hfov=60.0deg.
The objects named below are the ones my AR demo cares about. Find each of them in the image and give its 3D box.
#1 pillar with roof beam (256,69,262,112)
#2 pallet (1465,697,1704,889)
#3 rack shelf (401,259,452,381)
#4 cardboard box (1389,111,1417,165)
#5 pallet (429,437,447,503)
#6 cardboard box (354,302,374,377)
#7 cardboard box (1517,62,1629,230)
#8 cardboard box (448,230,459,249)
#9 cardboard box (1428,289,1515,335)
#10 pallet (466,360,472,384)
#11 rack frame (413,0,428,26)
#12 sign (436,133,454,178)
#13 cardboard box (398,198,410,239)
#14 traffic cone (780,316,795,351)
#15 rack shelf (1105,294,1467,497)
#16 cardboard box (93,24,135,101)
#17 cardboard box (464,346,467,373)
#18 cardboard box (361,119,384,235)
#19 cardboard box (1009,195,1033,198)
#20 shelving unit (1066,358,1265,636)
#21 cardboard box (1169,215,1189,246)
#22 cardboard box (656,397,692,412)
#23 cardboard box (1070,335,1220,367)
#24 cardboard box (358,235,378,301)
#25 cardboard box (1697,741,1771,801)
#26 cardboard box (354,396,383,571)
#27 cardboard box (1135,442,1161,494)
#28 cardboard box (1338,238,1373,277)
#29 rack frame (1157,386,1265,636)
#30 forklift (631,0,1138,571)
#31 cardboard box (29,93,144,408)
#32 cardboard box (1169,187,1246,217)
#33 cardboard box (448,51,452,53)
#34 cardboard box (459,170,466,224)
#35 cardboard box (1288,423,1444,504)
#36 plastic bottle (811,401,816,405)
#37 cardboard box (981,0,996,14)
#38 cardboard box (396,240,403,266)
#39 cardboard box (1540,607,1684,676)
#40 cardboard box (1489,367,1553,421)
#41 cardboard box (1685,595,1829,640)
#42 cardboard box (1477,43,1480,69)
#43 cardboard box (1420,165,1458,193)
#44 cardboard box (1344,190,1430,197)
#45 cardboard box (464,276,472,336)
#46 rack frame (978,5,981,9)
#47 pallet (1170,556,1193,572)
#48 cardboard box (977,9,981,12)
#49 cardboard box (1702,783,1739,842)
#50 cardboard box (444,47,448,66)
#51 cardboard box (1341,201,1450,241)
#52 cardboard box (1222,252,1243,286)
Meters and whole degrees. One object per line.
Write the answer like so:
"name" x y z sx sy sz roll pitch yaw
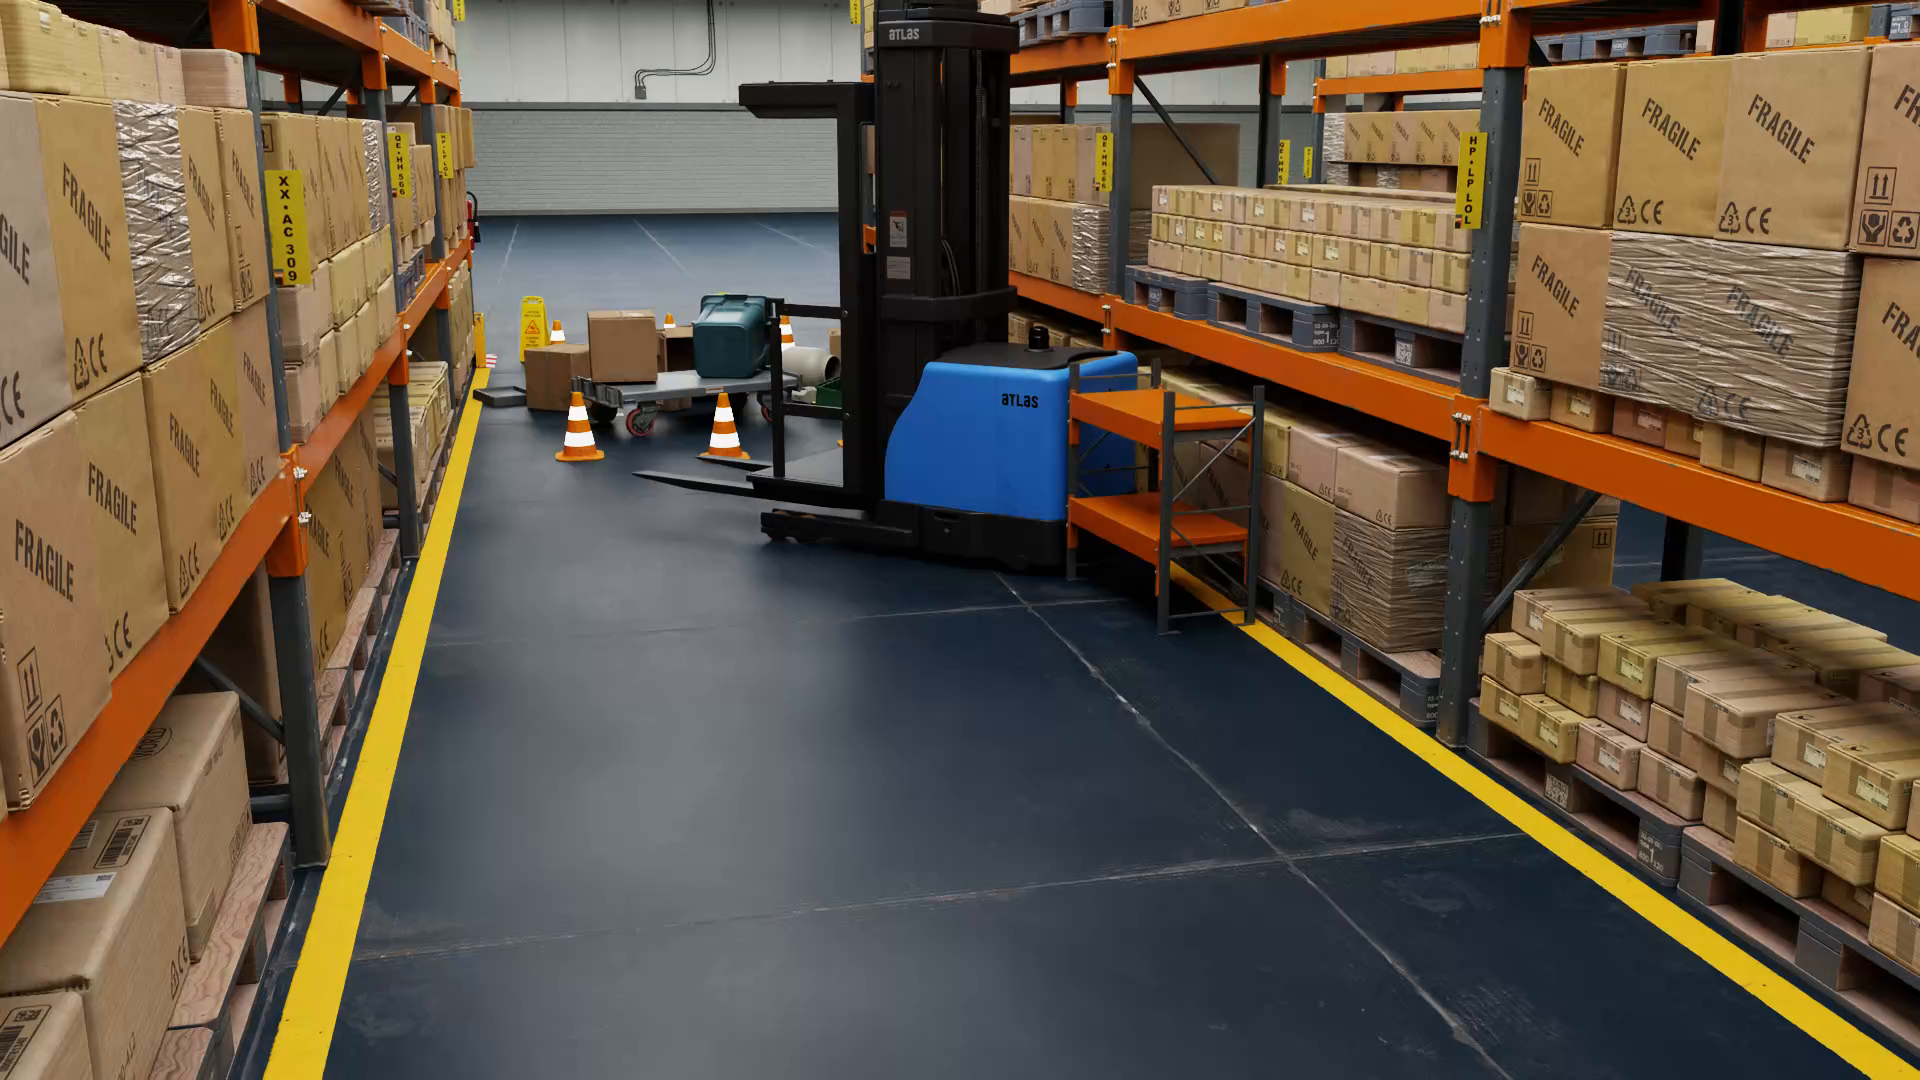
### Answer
"pillar with roof beam" -13.699 -12.767 42.725 9.100 9.000 0.400 -3 14 -13
"pallet" 2.497 0.796 5.725 1.003 0.211 1.213 -3 14 -13
"rack shelf" -3.892 -1.447 10.546 1.077 0.370 4.000 -3 14 -13
"cardboard box" 4.549 -3.924 16.224 0.500 0.500 0.500 -3 14 -13
"pallet" -3.887 -0.442 10.791 1.003 0.211 1.213 -3 14 -13
"cardboard box" -2.666 -0.810 6.739 0.500 0.250 0.500 -4 14 -14
"cardboard box" 2.174 -1.273 5.372 0.500 0.500 0.500 -3 14 -12
"cardboard box" -4.415 -2.522 13.960 0.380 0.149 0.250 -3 14 -13
"cardboard box" 2.019 -0.874 6.330 0.380 0.149 0.250 -4 14 -14
"pallet" -5.127 -1.619 15.610 1.003 0.211 1.213 -3 14 -13
"rack frame" -4.362 -5.172 11.637 1.000 3.000 0.127 -3 14 -13
"sign" -3.823 -2.852 12.342 0.100 0.325 0.005 -3 14 -13
"cardboard box" -3.432 -1.969 9.443 0.500 0.500 0.500 -3 14 -10
"traffic cone" -1.769 -2.046 16.827 0.336 0.463 0.334 -3 14 -13
"rack shelf" 1.835 -0.824 7.994 1.077 0.370 4.000 -3 14 -13
"cardboard box" -1.925 -0.971 3.395 0.380 0.149 0.250 -3 14 -14
"cardboard box" -4.501 -1.522 14.246 0.500 0.250 0.500 -3 14 -14
"cardboard box" -2.918 -1.647 7.531 0.500 0.500 0.500 -3 14 -12
"cardboard box" 0.522 -2.238 12.055 0.500 0.500 0.500 -3 14 -13
"shelving unit" 0.965 -0.244 8.056 0.538 1.125 1.048 -5 15 -20
"cardboard box" 1.350 -1.676 8.984 0.380 0.149 0.250 -3 14 -10
"cardboard box" -2.467 -1.237 13.933 0.396 0.266 0.258 10 17 35
"cardboard box" 1.310 -0.891 10.610 1.050 0.750 0.750 -3 14 -14
"cardboard box" -2.797 -1.173 7.169 0.500 0.250 0.500 -4 14 -15
"cardboard box" 2.420 0.661 4.897 0.380 0.149 0.250 -3 14 -11
"cardboard box" -3.341 -0.343 8.103 0.875 0.875 0.875 -3 14 -14
"cardboard box" 1.284 -0.447 9.318 0.500 0.500 0.500 -4 14 -16
"cardboard box" 1.833 -1.200 7.036 0.380 0.149 0.250 -4 14 -15
"rack frame" 1.145 -0.131 7.594 0.500 1.125 0.032 -5 15 -20
"forklift" -0.538 -1.500 9.389 3.031 2.935 1.130 8 16 30
"cardboard box" -1.754 -0.503 2.847 0.500 0.500 0.500 -3 14 -13
"cardboard box" 1.352 -1.826 8.973 0.380 0.149 0.250 -4 14 -15
"cardboard box" -4.815 -4.490 14.853 0.500 0.250 0.500 -3 14 -14
"cardboard box" -4.793 -3.148 15.156 0.500 0.500 0.500 -3 14 -13
"cardboard box" 1.777 -0.343 7.312 0.500 0.250 0.500 -3 14 -11
"plastic bottle" -1.106 -1.109 13.839 0.133 0.061 0.283 -13 19 -42
"cardboard box" 0.325 -4.049 12.545 0.258 0.266 0.396 -4 14 -14
"cardboard box" -3.371 -1.635 9.445 0.380 0.149 0.250 -4 14 -17
"cardboard box" 2.192 0.338 5.592 0.380 0.149 0.250 -3 14 -10
"cardboard box" 2.053 -0.506 5.708 0.380 0.149 0.250 -3 14 -11
"cardboard box" 2.740 0.304 5.729 0.380 0.149 0.250 -3 14 -12
"cardboard box" 4.910 -4.285 14.643 0.500 0.250 0.500 -3 14 -11
"cardboard box" 4.927 -3.338 15.931 0.875 0.500 0.500 -3 14 -13
"cardboard box" 2.162 -1.682 8.383 0.380 0.149 0.250 -3 14 -13
"cardboard box" -4.734 -2.123 15.125 0.500 0.500 0.500 -3 14 -11
"rack frame" 0.426 -5.472 12.862 1.000 3.000 0.127 -3 14 -13
"pallet" 1.548 -0.100 9.390 1.003 0.211 1.213 -3 14 -13
"cardboard box" 0.030 -4.211 13.457 0.380 0.149 0.250 -3 14 -13
"cardboard box" 2.455 0.803 4.943 0.380 0.149 0.250 -4 14 -16
"cardboard box" -4.541 -4.097 14.087 0.380 0.149 0.250 -3 14 -14
"cardboard box" 1.836 -1.347 7.010 0.380 0.149 0.250 -3 14 -13
"cardboard box" 1.531 -1.354 8.295 0.380 0.149 0.250 -3 14 -11
